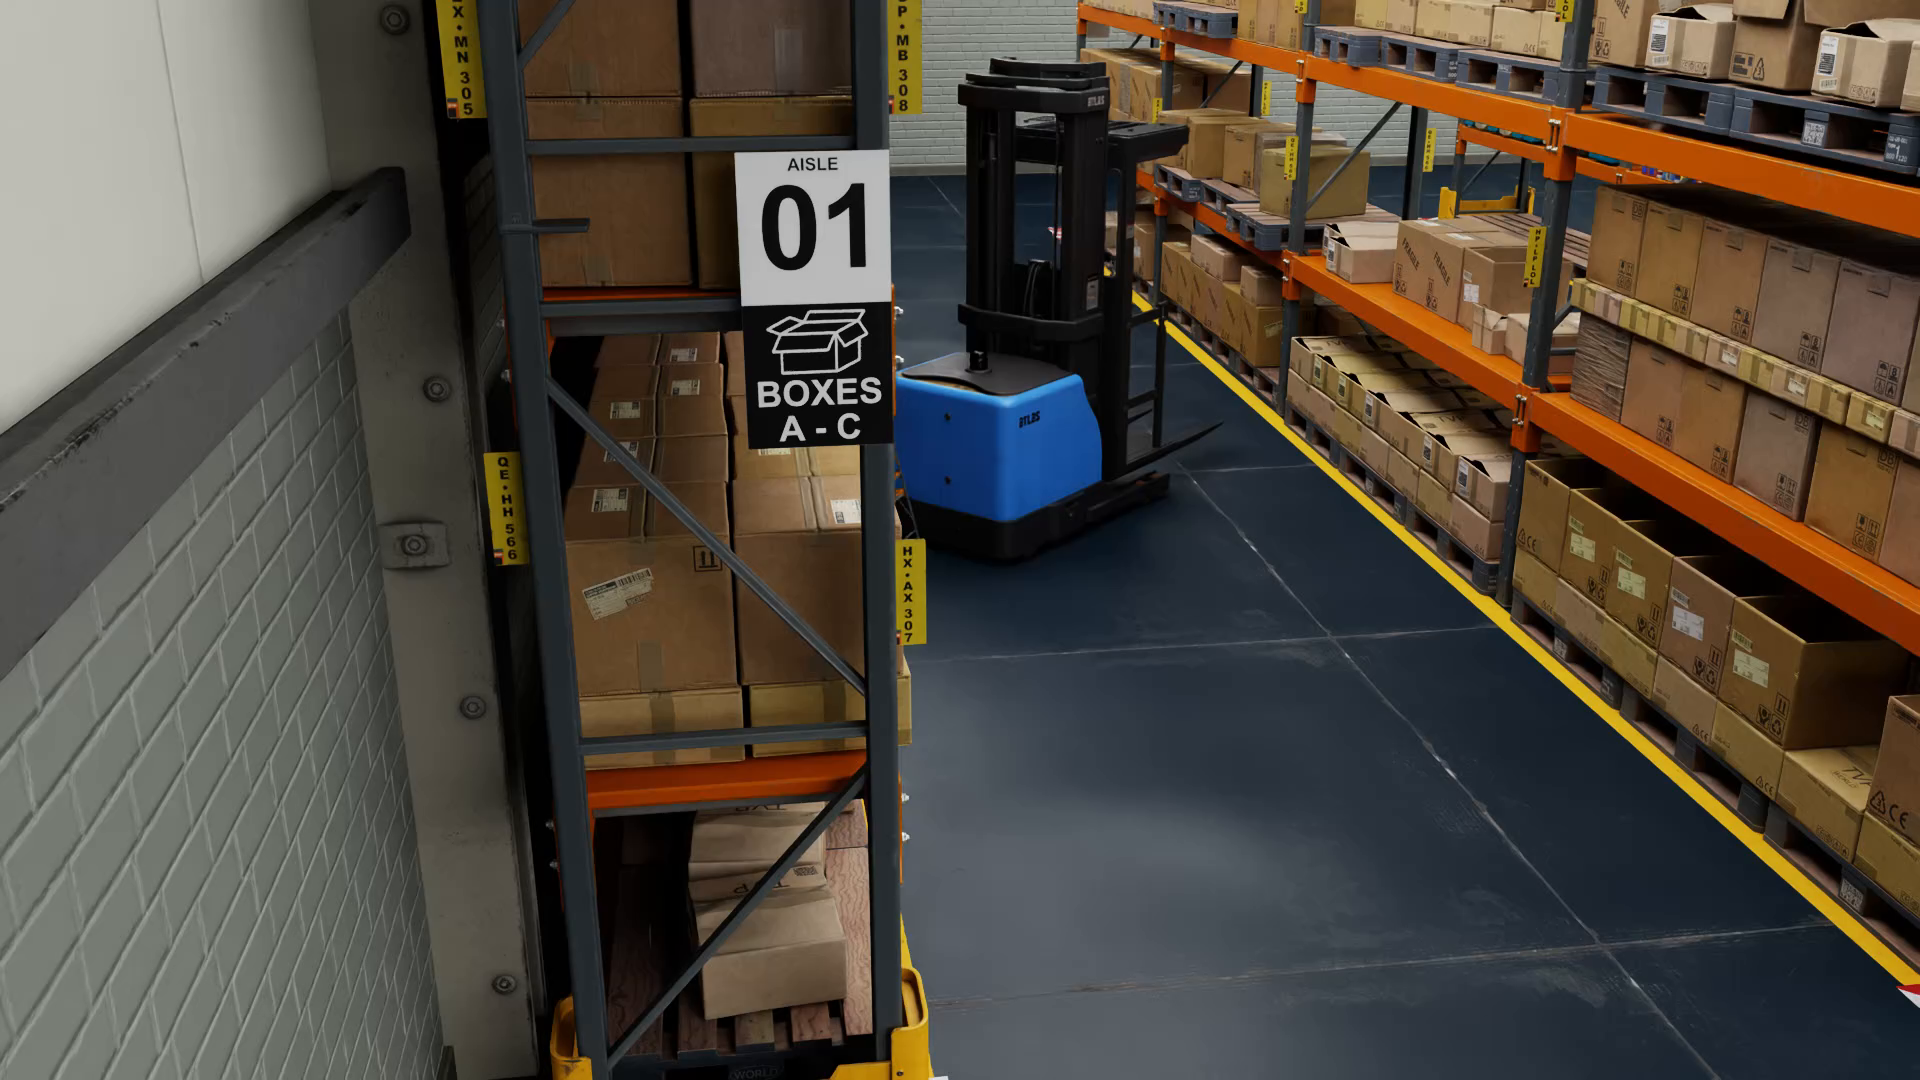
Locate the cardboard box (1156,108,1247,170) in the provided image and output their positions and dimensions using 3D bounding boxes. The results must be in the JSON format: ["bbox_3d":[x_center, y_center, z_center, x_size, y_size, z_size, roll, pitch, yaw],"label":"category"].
[{"bbox_3d":[2.334,-3.890,16.100,0.700,0.500,0.500,-10,23,-26],"label":"cardboard box"}]

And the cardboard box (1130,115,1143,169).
[{"bbox_3d":[2.085,-4.207,17.550,0.500,0.500,0.500,-2,21,-6],"label":"cardboard box"}]

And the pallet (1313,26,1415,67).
[{"bbox_3d":[3.250,-3.523,11.844,1.213,0.211,1.003,-2,21,-5],"label":"pallet"}]

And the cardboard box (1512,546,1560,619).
[{"bbox_3d":[3.407,0.216,9.181,0.500,0.250,0.500,-3,21,-8],"label":"cardboard box"}]

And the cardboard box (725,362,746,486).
[{"bbox_3d":[-0.672,-0.415,6.655,0.500,0.500,0.500,-2,21,-6],"label":"cardboard box"}]

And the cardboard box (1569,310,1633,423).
[{"bbox_3d":[3.711,-0.945,8.817,0.700,0.500,0.500,-3,21,-9],"label":"cardboard box"}]

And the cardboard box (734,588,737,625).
[{"bbox_3d":[-1.028,0.314,5.774,0.500,0.250,0.500,-2,21,-6],"label":"cardboard box"}]

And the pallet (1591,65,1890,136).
[{"bbox_3d":[3.789,-2.121,7.948,1.003,0.211,1.213,-3,21,-8],"label":"pallet"}]

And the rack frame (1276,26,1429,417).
[{"bbox_3d":[3.064,-2.437,12.953,1.000,3.000,0.127,-3,21,-8],"label":"rack frame"}]

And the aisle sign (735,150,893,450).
[{"bbox_3d":[-0.377,-0.624,4.383,0.394,0.787,0.004,-3,21,-8],"label":"aisle sign"}]

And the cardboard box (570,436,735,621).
[{"bbox_3d":[-1.026,-0.033,5.632,0.500,0.500,0.500,-3,21,-7],"label":"cardboard box"}]

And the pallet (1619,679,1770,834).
[{"bbox_3d":[3.893,0.955,7.856,1.003,0.211,1.213,-3,21,-8],"label":"pallet"}]

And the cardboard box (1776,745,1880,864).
[{"bbox_3d":[3.763,1.081,6.863,0.500,0.250,0.500,-3,21,-8],"label":"cardboard box"}]

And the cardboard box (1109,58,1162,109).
[{"bbox_3d":[1.938,-5.025,18.310,0.500,0.500,0.500,-3,21,-8],"label":"cardboard box"}]

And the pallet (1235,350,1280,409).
[{"bbox_3d":[2.993,-1.391,14.138,1.003,0.211,1.213,-3,21,-8],"label":"pallet"}]

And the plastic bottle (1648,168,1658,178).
[{"bbox_3d":[7.039,-3.821,16.825,0.061,0.283,0.133,-3,21,-8],"label":"plastic bottle"}]

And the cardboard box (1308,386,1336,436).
[{"bbox_3d":[2.922,-0.975,12.369,0.500,0.250,0.500,-3,21,-9],"label":"cardboard box"}]

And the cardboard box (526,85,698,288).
[{"bbox_3d":[-0.995,-1.009,4.671,0.500,0.500,0.500,-1,21,-4],"label":"cardboard box"}]

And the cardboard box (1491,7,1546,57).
[{"bbox_3d":[3.479,-2.987,9.754,0.500,0.250,0.500,-5,21,-13],"label":"cardboard box"}]

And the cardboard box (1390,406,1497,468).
[{"bbox_3d":[3.147,-0.701,10.835,0.500,0.311,0.500,-3,21,-8],"label":"cardboard box"}]

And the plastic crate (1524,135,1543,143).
[{"bbox_3d":[6.756,-4.743,19.281,0.416,0.233,0.300,-3,21,-8],"label":"plastic crate"}]

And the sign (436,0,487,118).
[{"bbox_3d":[-1.237,-1.214,4.128,0.100,0.325,0.005,-3,21,-8],"label":"sign"}]

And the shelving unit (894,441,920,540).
[{"bbox_3d":[-0.528,-0.496,10.283,0.189,1.200,0.258,-2,21,33],"label":"shelving unit"}]

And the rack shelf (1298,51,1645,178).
[{"bbox_3d":[3.352,-2.812,10.700,1.077,0.370,4.000,-3,21,-8],"label":"rack shelf"}]

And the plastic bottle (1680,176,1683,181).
[{"bbox_3d":[7.135,-3.596,16.340,0.097,0.201,0.097,0,20,0],"label":"plastic bottle"}]

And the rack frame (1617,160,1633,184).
[{"bbox_3d":[7.389,-4.070,17.326,1.000,3.000,0.127,-3,21,-8],"label":"rack frame"}]

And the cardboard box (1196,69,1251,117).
[{"bbox_3d":[2.698,-4.514,16.943,0.500,0.500,0.500,-2,21,-6],"label":"cardboard box"}]

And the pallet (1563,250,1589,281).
[{"bbox_3d":[7.245,-3.016,18.490,1.003,0.211,1.213,-3,21,-8],"label":"pallet"}]

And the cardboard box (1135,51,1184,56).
[{"bbox_3d":[2.320,-5.406,19.333,0.500,0.500,0.500,-2,21,-6],"label":"cardboard box"}]

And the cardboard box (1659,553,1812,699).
[{"bbox_3d":[3.616,0.384,7.659,0.500,0.500,0.500,-3,21,-8],"label":"cardboard box"}]

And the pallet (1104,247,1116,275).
[{"bbox_3d":[2.210,-3.176,18.919,1.003,0.211,1.213,-3,21,-8],"label":"pallet"}]

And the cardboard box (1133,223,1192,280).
[{"bbox_3d":[2.124,-3.040,17.511,0.500,0.500,0.500,-3,21,-8],"label":"cardboard box"}]

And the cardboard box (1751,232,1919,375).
[{"bbox_3d":[3.928,-1.032,7.194,0.700,0.500,0.500,-3,21,-8],"label":"cardboard box"}]

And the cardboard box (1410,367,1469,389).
[{"bbox_3d":[3.534,-1.084,11.861,0.500,0.311,0.500,-3,21,-8],"label":"cardboard box"}]

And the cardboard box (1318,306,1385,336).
[{"bbox_3d":[3.281,-1.644,13.774,0.500,0.500,0.500,-2,21,-5],"label":"cardboard box"}]

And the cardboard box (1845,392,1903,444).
[{"bbox_3d":[3.825,-0.497,6.690,0.380,0.149,0.250,-2,21,-6],"label":"cardboard box"}]

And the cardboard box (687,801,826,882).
[{"bbox_3d":[-0.777,1.196,6.440,0.500,0.311,0.500,-1,21,-3],"label":"cardboard box"}]

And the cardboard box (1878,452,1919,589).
[{"bbox_3d":[4.082,-0.057,6.440,0.700,0.500,0.500,-2,21,-6],"label":"cardboard box"}]

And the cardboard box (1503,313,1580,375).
[{"bbox_3d":[3.526,-1.150,9.721,0.500,0.250,0.500,-2,21,-4],"label":"cardboard box"}]

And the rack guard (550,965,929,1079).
[{"bbox_3d":[-0.695,1.729,5.372,1.175,0.500,0.348,-3,21,-8],"label":"rack guard"}]

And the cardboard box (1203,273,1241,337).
[{"bbox_3d":[2.541,-2.144,15.114,0.500,0.500,0.500,-4,21,-10],"label":"cardboard box"}]

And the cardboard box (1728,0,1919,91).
[{"bbox_3d":[3.753,-2.191,7.060,0.797,0.503,0.637,-1,20,-2],"label":"cardboard box"}]

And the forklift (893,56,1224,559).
[{"bbox_3d":[0.795,-1.707,11.097,1.130,2.935,3.031,15,25,35],"label":"forklift"}]

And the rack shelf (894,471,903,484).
[{"bbox_3d":[-0.489,-0.344,10.333,0.180,0.103,0.258,-2,21,33],"label":"rack shelf"}]

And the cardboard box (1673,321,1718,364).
[{"bbox_3d":[3.636,-0.946,7.891,0.380,0.149,0.250,-4,21,-10],"label":"cardboard box"}]

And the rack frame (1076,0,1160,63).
[{"bbox_3d":[1.910,-5.206,20.369,1.000,3.000,0.127,-3,21,-8],"label":"rack frame"}]

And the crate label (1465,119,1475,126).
[{"bbox_3d":[6.522,-5.302,20.780,0.416,0.233,0.303,-3,21,-8],"label":"crate label"}]

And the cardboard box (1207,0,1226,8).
[{"bbox_3d":[2.606,-5.109,14.934,0.600,0.600,0.600,-3,21,-8],"label":"cardboard box"}]

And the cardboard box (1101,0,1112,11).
[{"bbox_3d":[1.866,-6.004,18.431,0.500,0.250,0.500,-3,21,-8],"label":"cardboard box"}]

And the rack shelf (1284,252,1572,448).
[{"bbox_3d":[3.352,-1.407,11.224,1.077,0.370,4.000,-3,21,-8],"label":"rack shelf"}]

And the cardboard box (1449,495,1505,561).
[{"bbox_3d":[3.294,-0.089,9.997,0.500,0.250,0.500,-3,21,-8],"label":"cardboard box"}]

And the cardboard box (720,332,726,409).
[{"bbox_3d":[-1.400,-0.918,8.000,0.500,0.500,0.500,-3,21,-9],"label":"cardboard box"}]

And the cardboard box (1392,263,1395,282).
[{"bbox_3d":[3.303,-1.880,11.822,0.380,0.149,0.250,-1,21,-4],"label":"cardboard box"}]

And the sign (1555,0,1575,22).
[{"bbox_3d":[3.105,-2.816,8.492,0.100,0.325,0.005,-3,21,-8],"label":"sign"}]
